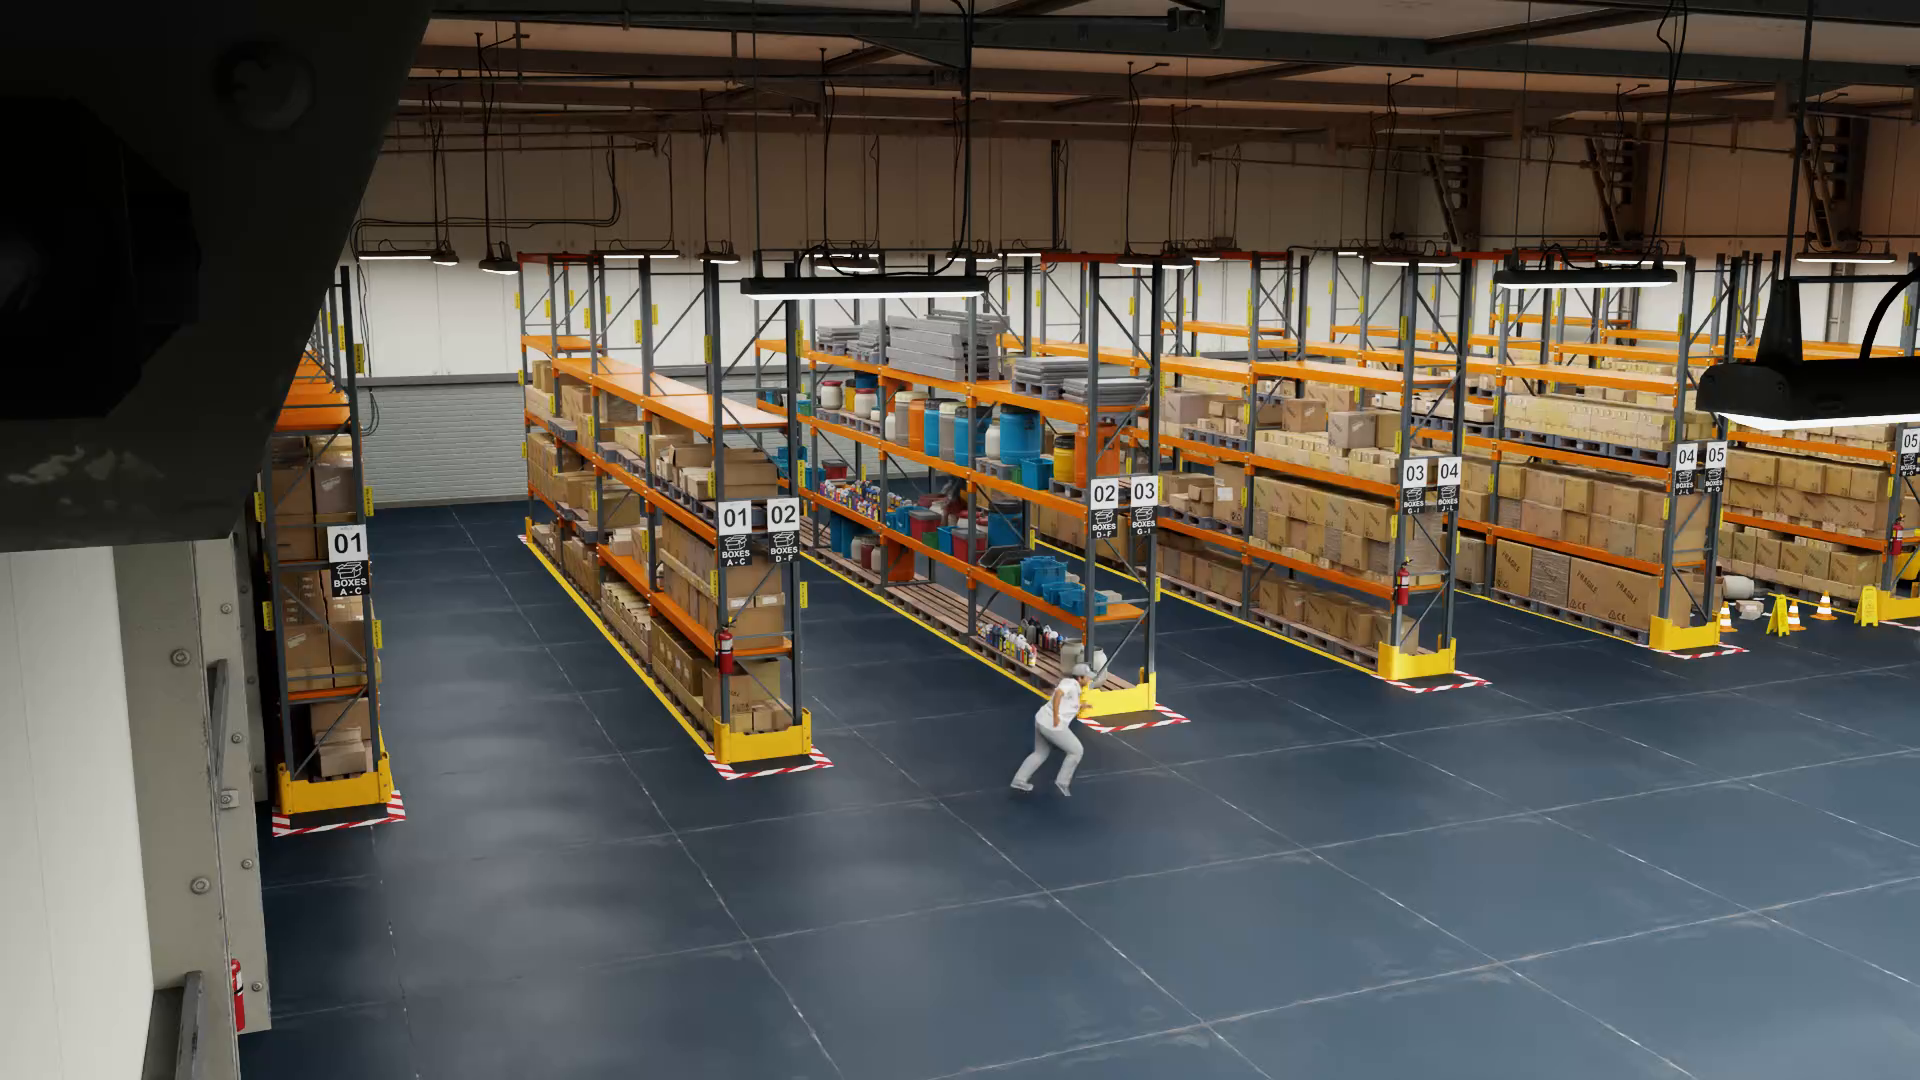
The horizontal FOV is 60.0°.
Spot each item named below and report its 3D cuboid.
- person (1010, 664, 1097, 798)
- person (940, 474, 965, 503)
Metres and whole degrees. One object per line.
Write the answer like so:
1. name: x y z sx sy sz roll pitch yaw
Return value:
1. person: 1.066 2.196 18.895 0.982 1.596 0.650 -1 10 -6
2. person: -0.155 -1.675 39.918 0.690 1.567 0.518 2 11 10
